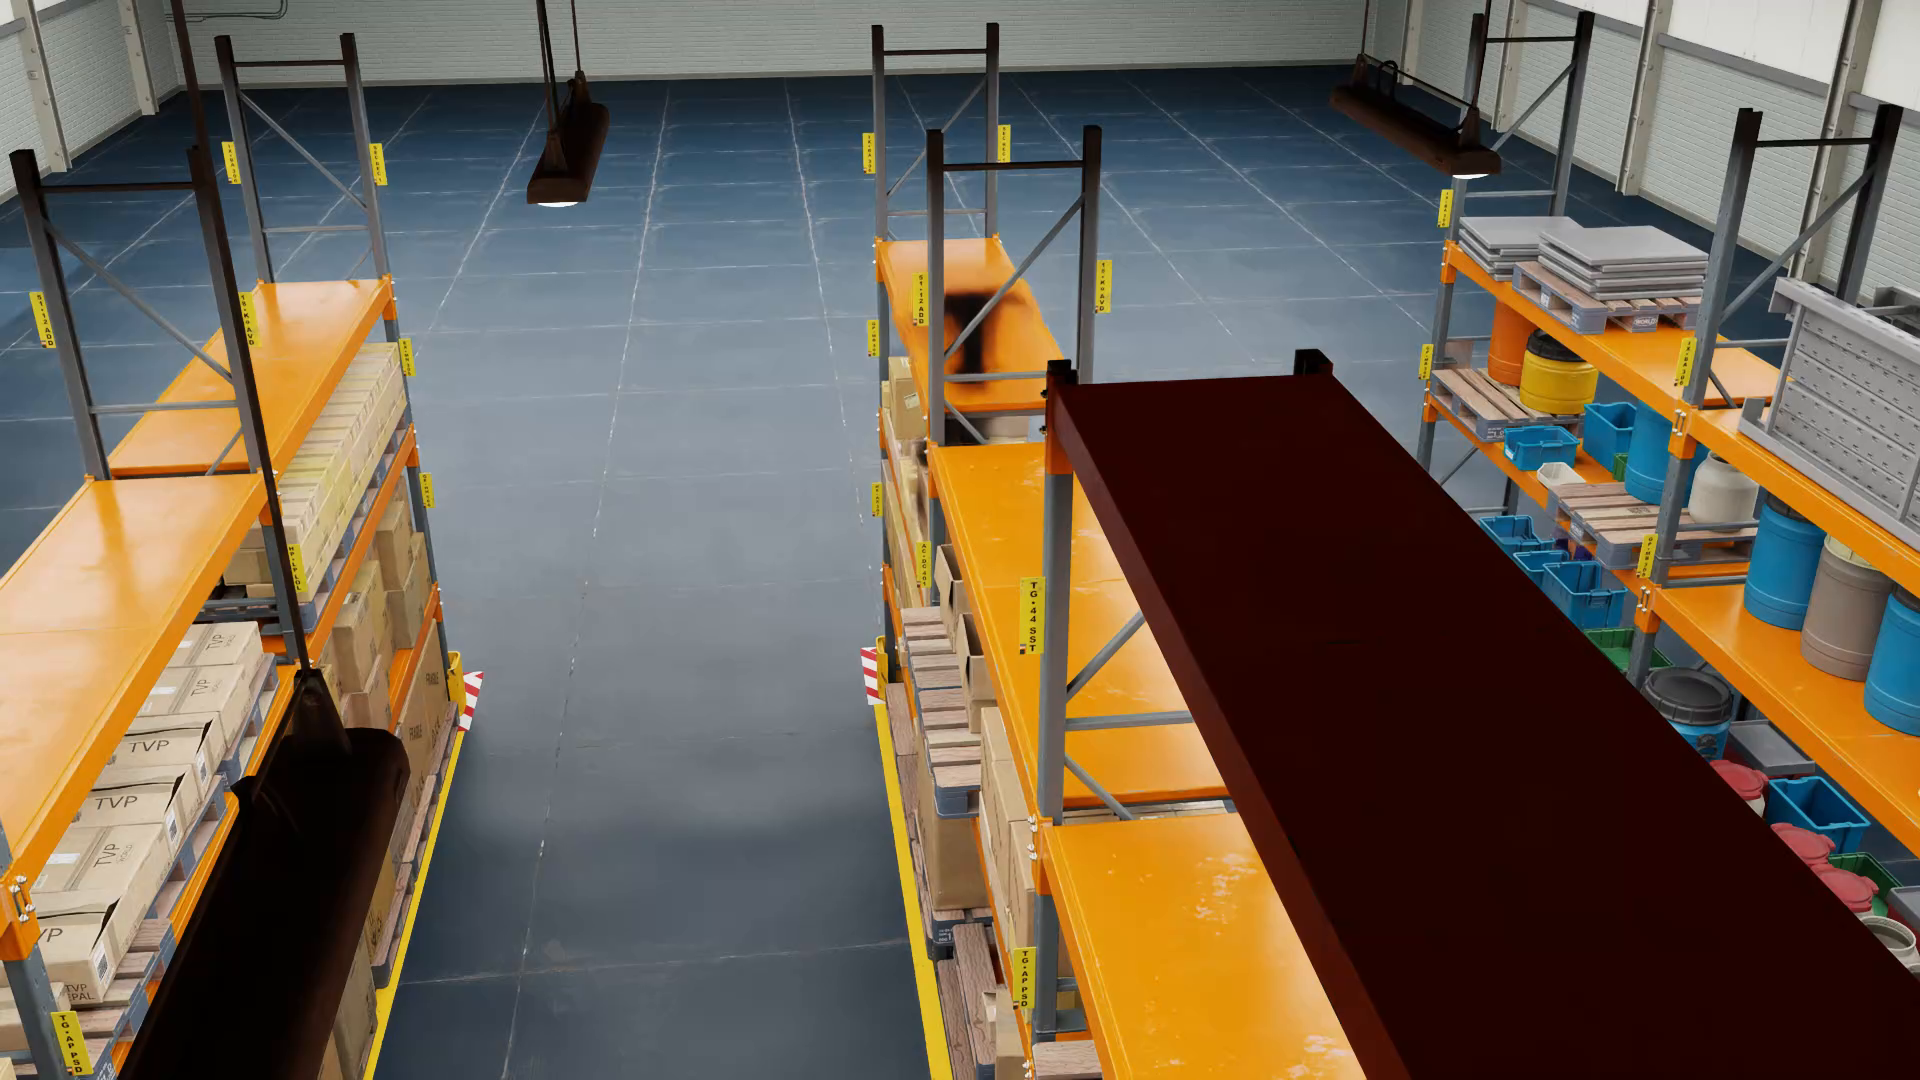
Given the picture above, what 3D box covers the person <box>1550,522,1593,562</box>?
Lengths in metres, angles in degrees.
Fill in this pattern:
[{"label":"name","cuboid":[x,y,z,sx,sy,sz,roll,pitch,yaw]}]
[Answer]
[{"label":"person","cuboid":[5.974,0.162,16.285,0.590,1.685,0.616,-23,34,-39]}]
